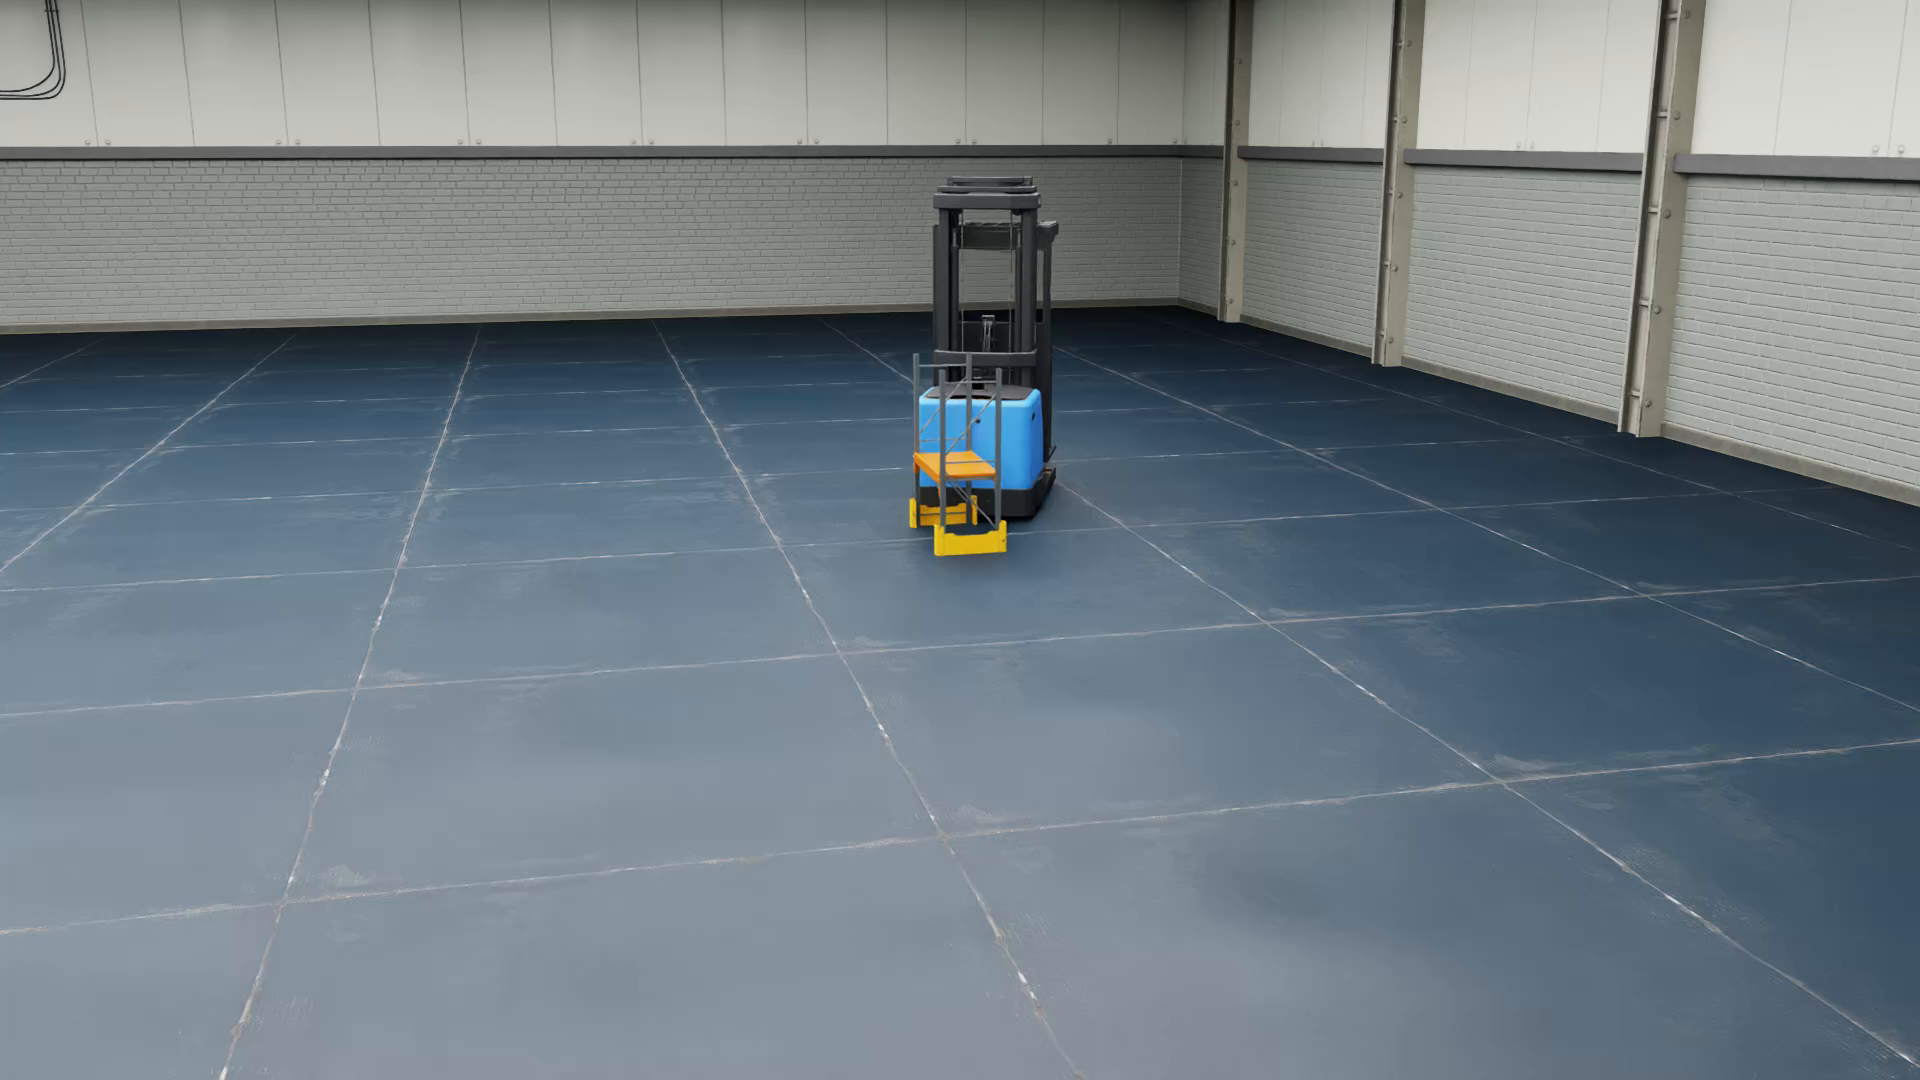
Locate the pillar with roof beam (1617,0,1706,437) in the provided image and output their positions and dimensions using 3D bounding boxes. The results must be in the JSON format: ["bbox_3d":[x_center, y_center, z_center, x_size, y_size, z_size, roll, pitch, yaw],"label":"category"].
[{"bbox_3d":[3.523,-5.336,16.808,9.100,9.000,0.400,-3,14,-13],"label":"pillar with roof beam"}]

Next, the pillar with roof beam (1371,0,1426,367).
[{"bbox_3d":[2.114,-6.720,22.473,9.100,9.000,0.400,-3,14,-13],"label":"pillar with roof beam"}]

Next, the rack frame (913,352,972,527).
[{"bbox_3d":[-0.147,-0.855,14.265,0.500,1.500,0.032,-3,14,-13],"label":"rack frame"}]

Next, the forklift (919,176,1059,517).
[{"bbox_3d":[0.333,-1.927,15.640,1.130,2.935,3.031,2,14,9],"label":"forklift"}]

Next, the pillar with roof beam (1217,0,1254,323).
[{"bbox_3d":[0.705,-8.104,28.139,9.100,9.000,0.400,-3,14,-13],"label":"pillar with roof beam"}]

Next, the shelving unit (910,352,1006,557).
[{"bbox_3d":[-0.029,-0.735,13.776,0.587,1.500,1.083,-3,14,-13],"label":"shelving unit"}]

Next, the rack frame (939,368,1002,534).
[{"bbox_3d":[0.084,-0.620,13.304,0.500,1.500,0.032,-3,14,-13],"label":"rack frame"}]

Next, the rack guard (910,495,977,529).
[{"bbox_3d":[-0.143,-0.243,14.395,0.587,0.250,0.087,-3,14,-13],"label":"rack guard"}]

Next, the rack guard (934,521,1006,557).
[{"bbox_3d":[0.084,-0.013,13.453,0.587,0.250,0.087,-3,14,-13],"label":"rack guard"}]

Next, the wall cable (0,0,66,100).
[{"bbox_3d":[-15.904,-9.519,26.765,2.305,6.003,0.169,-3,14,-13],"label":"wall cable"}]

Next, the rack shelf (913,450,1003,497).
[{"bbox_3d":[-0.031,-0.562,13.827,0.538,0.185,1.000,-3,14,-13],"label":"rack shelf"}]
